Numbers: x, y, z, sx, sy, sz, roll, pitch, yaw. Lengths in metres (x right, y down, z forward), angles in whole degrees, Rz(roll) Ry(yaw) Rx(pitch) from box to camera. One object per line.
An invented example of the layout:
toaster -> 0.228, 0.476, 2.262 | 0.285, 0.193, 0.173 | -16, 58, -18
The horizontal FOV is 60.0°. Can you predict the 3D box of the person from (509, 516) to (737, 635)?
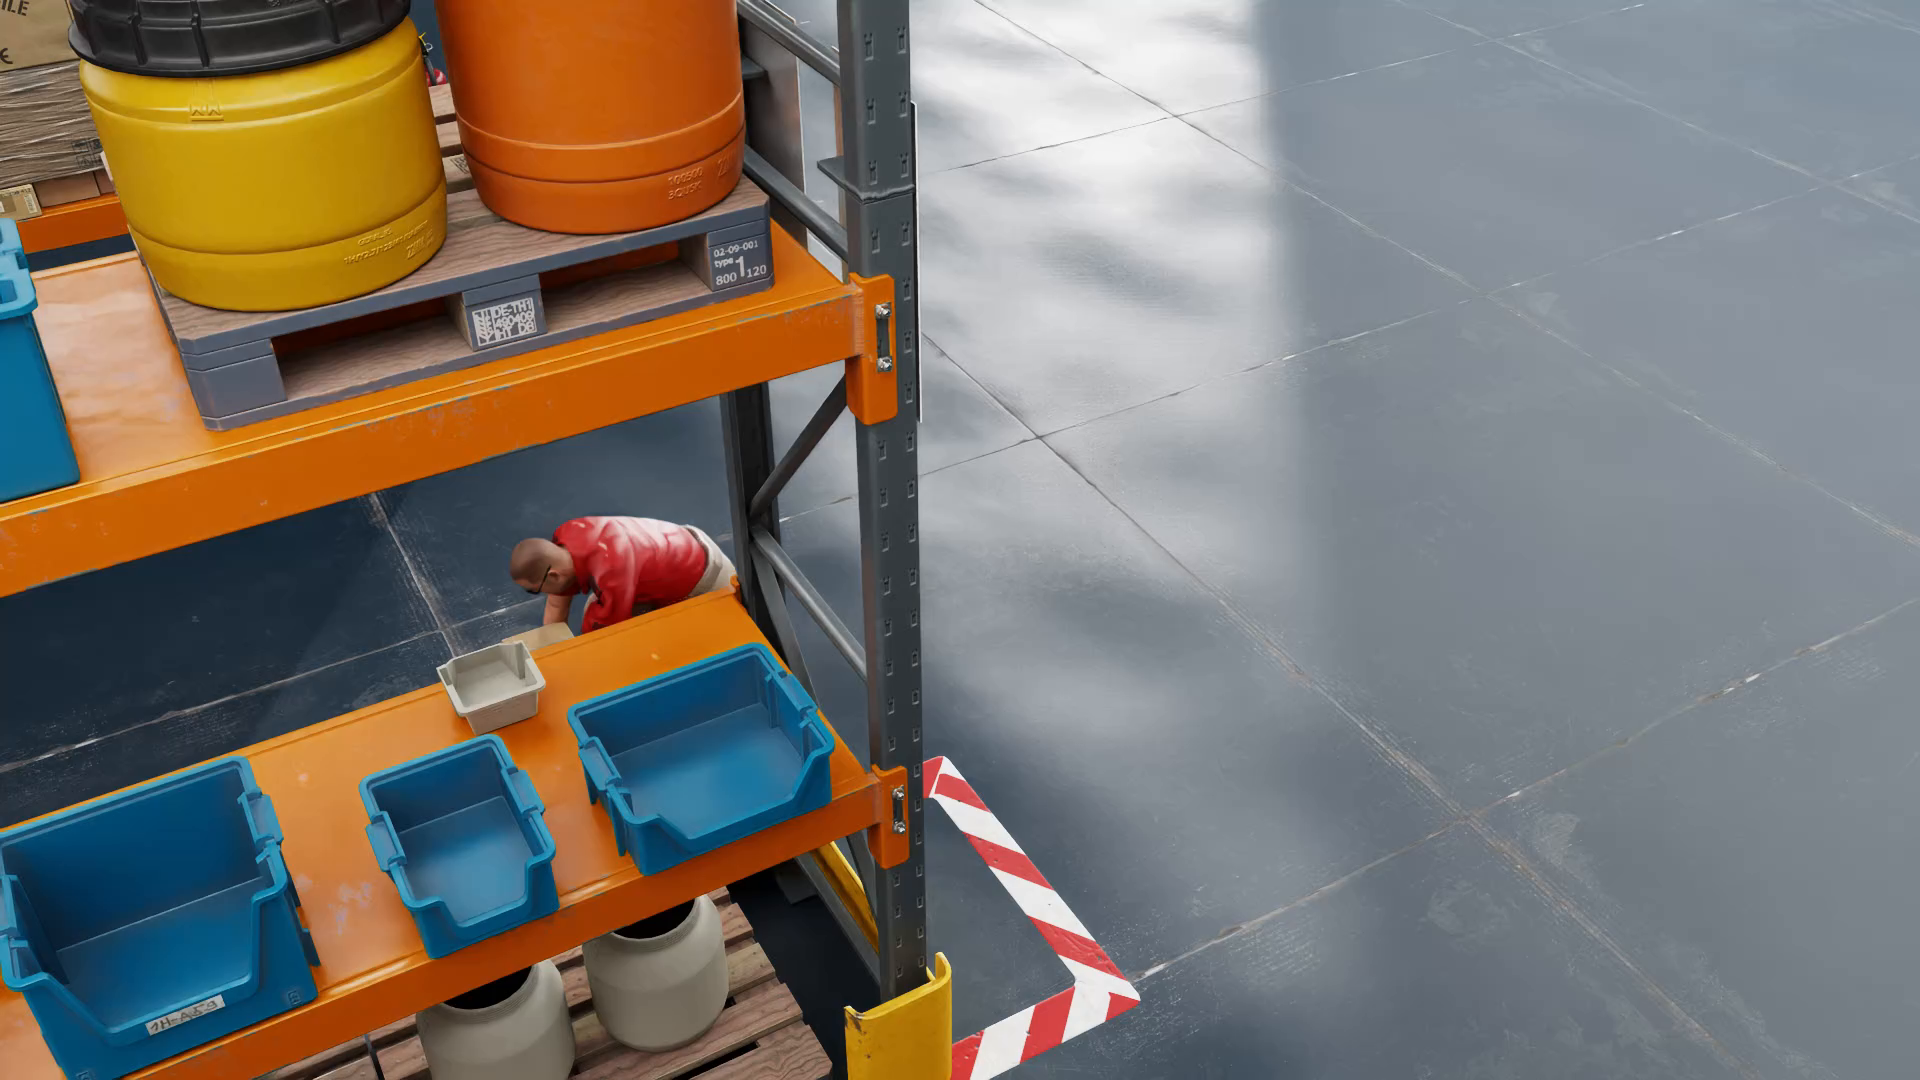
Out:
person -> -1.282, 0.278, 6.423 | 0.895, 0.984, 0.529 | -20, 41, -25
